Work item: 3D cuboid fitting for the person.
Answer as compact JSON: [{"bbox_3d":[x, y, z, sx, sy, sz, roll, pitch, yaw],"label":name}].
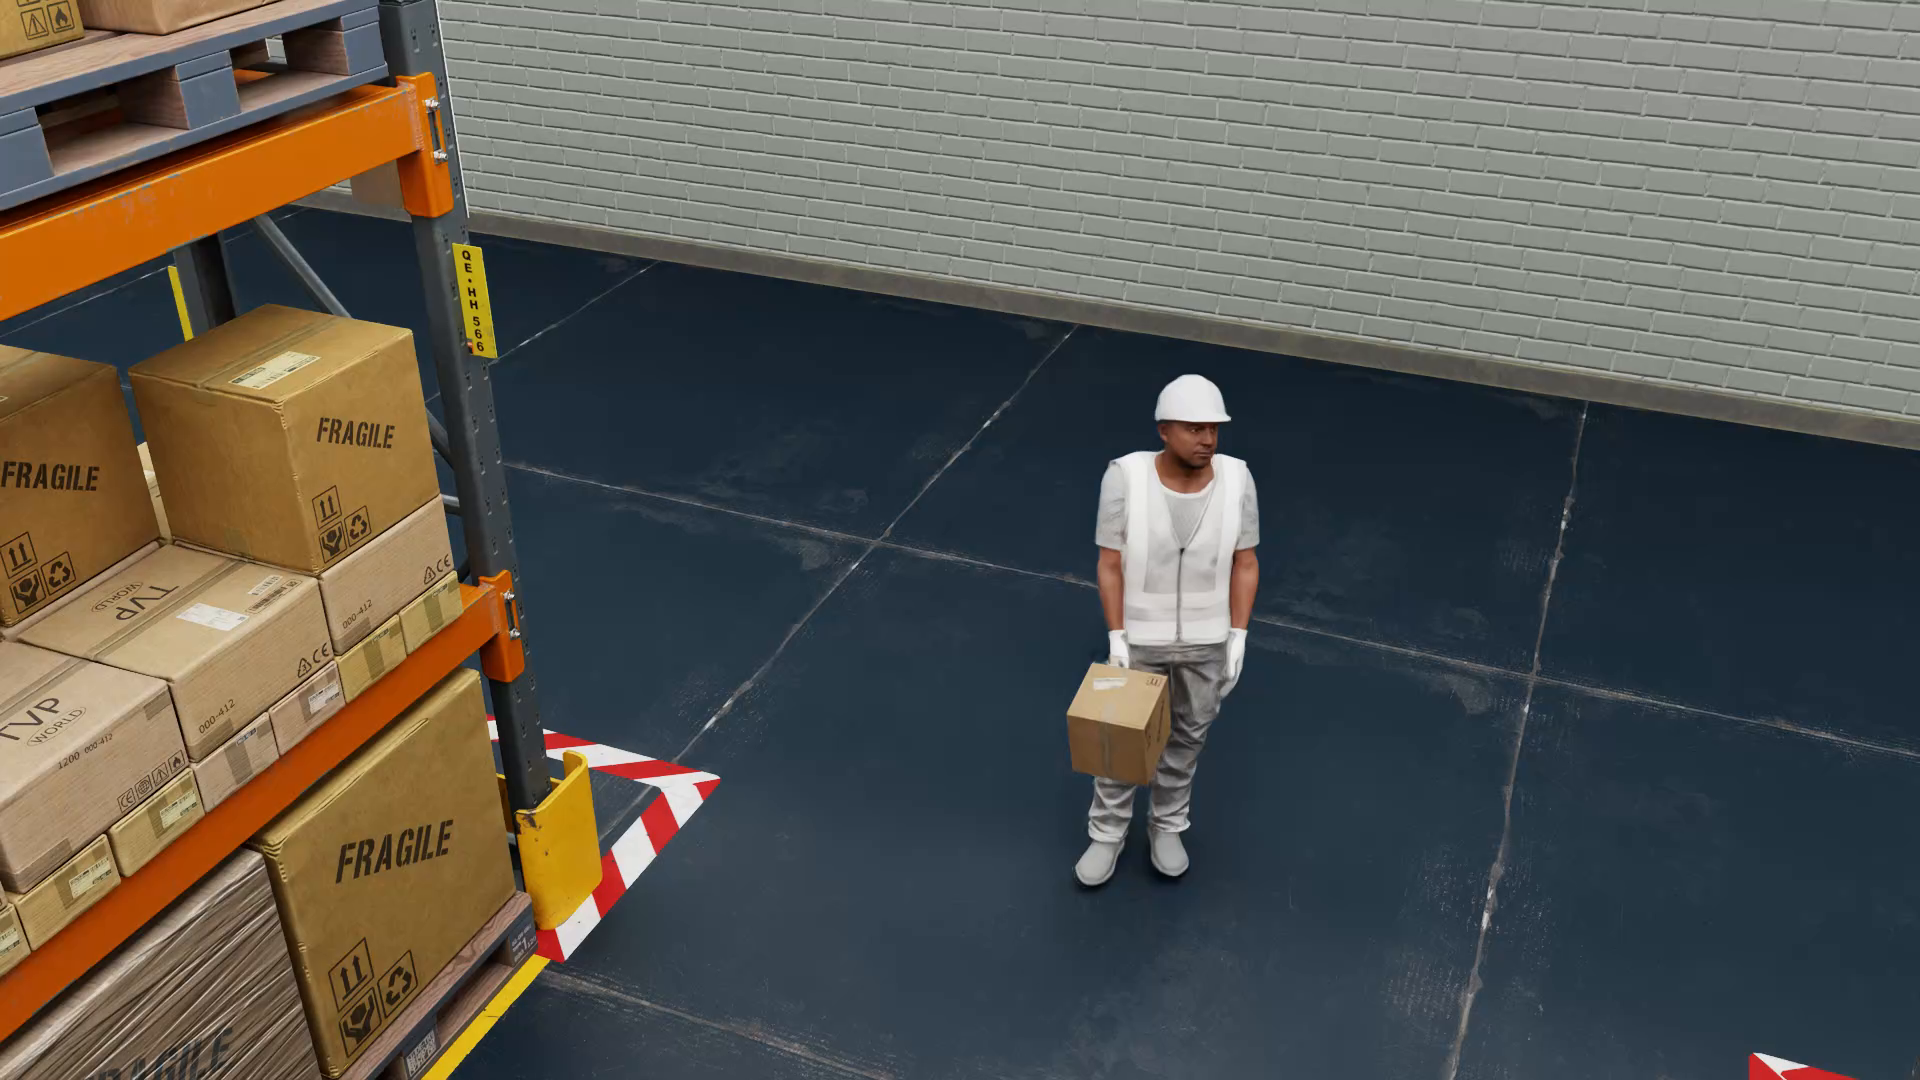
[{"bbox_3d":[0.686,0.327,5.505,0.576,1.791,0.481,-2,29,-3],"label":"person"}]
